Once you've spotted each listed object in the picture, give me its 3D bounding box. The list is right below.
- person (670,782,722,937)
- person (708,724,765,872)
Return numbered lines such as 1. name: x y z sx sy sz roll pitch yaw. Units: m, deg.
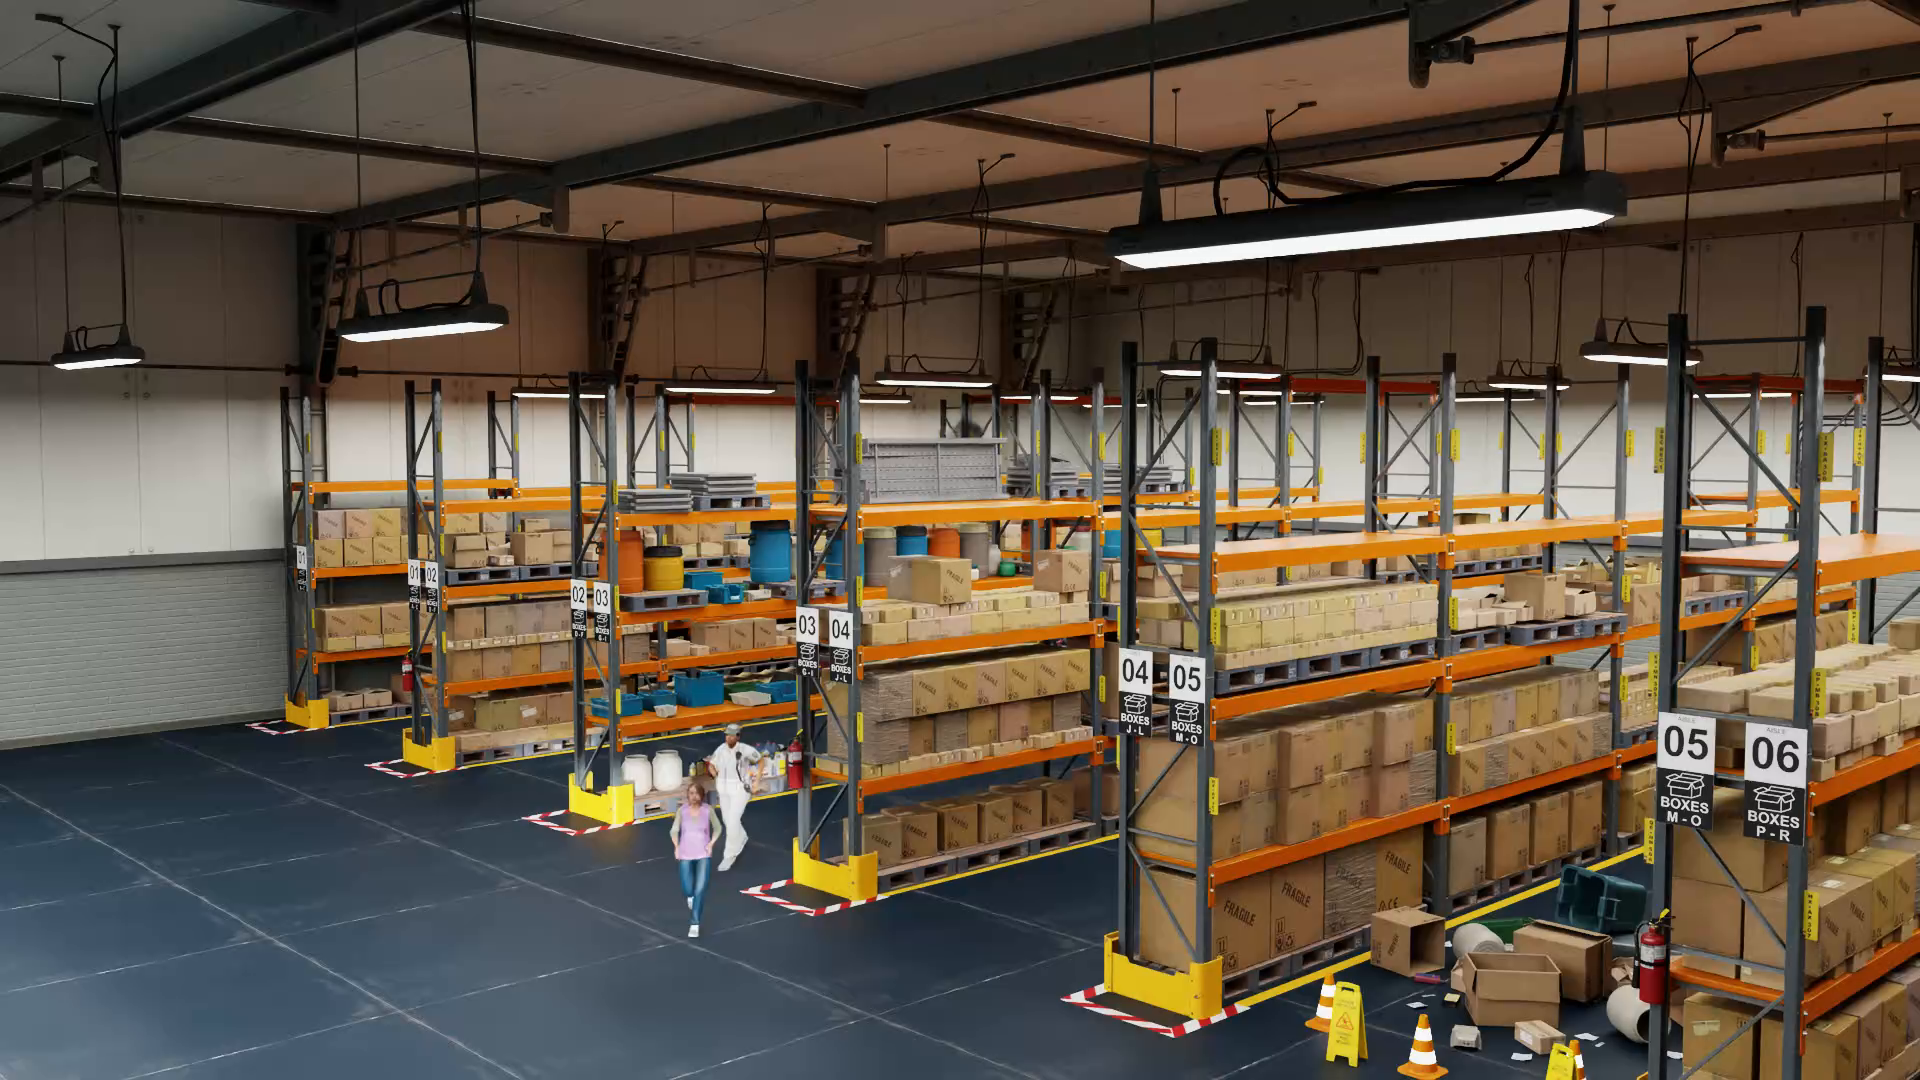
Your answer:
1. person: -2.743 3.287 17.288 0.536 1.563 0.649 0 4 -6
2. person: -2.724 3.045 20.002 0.607 1.701 0.842 2 4 25
